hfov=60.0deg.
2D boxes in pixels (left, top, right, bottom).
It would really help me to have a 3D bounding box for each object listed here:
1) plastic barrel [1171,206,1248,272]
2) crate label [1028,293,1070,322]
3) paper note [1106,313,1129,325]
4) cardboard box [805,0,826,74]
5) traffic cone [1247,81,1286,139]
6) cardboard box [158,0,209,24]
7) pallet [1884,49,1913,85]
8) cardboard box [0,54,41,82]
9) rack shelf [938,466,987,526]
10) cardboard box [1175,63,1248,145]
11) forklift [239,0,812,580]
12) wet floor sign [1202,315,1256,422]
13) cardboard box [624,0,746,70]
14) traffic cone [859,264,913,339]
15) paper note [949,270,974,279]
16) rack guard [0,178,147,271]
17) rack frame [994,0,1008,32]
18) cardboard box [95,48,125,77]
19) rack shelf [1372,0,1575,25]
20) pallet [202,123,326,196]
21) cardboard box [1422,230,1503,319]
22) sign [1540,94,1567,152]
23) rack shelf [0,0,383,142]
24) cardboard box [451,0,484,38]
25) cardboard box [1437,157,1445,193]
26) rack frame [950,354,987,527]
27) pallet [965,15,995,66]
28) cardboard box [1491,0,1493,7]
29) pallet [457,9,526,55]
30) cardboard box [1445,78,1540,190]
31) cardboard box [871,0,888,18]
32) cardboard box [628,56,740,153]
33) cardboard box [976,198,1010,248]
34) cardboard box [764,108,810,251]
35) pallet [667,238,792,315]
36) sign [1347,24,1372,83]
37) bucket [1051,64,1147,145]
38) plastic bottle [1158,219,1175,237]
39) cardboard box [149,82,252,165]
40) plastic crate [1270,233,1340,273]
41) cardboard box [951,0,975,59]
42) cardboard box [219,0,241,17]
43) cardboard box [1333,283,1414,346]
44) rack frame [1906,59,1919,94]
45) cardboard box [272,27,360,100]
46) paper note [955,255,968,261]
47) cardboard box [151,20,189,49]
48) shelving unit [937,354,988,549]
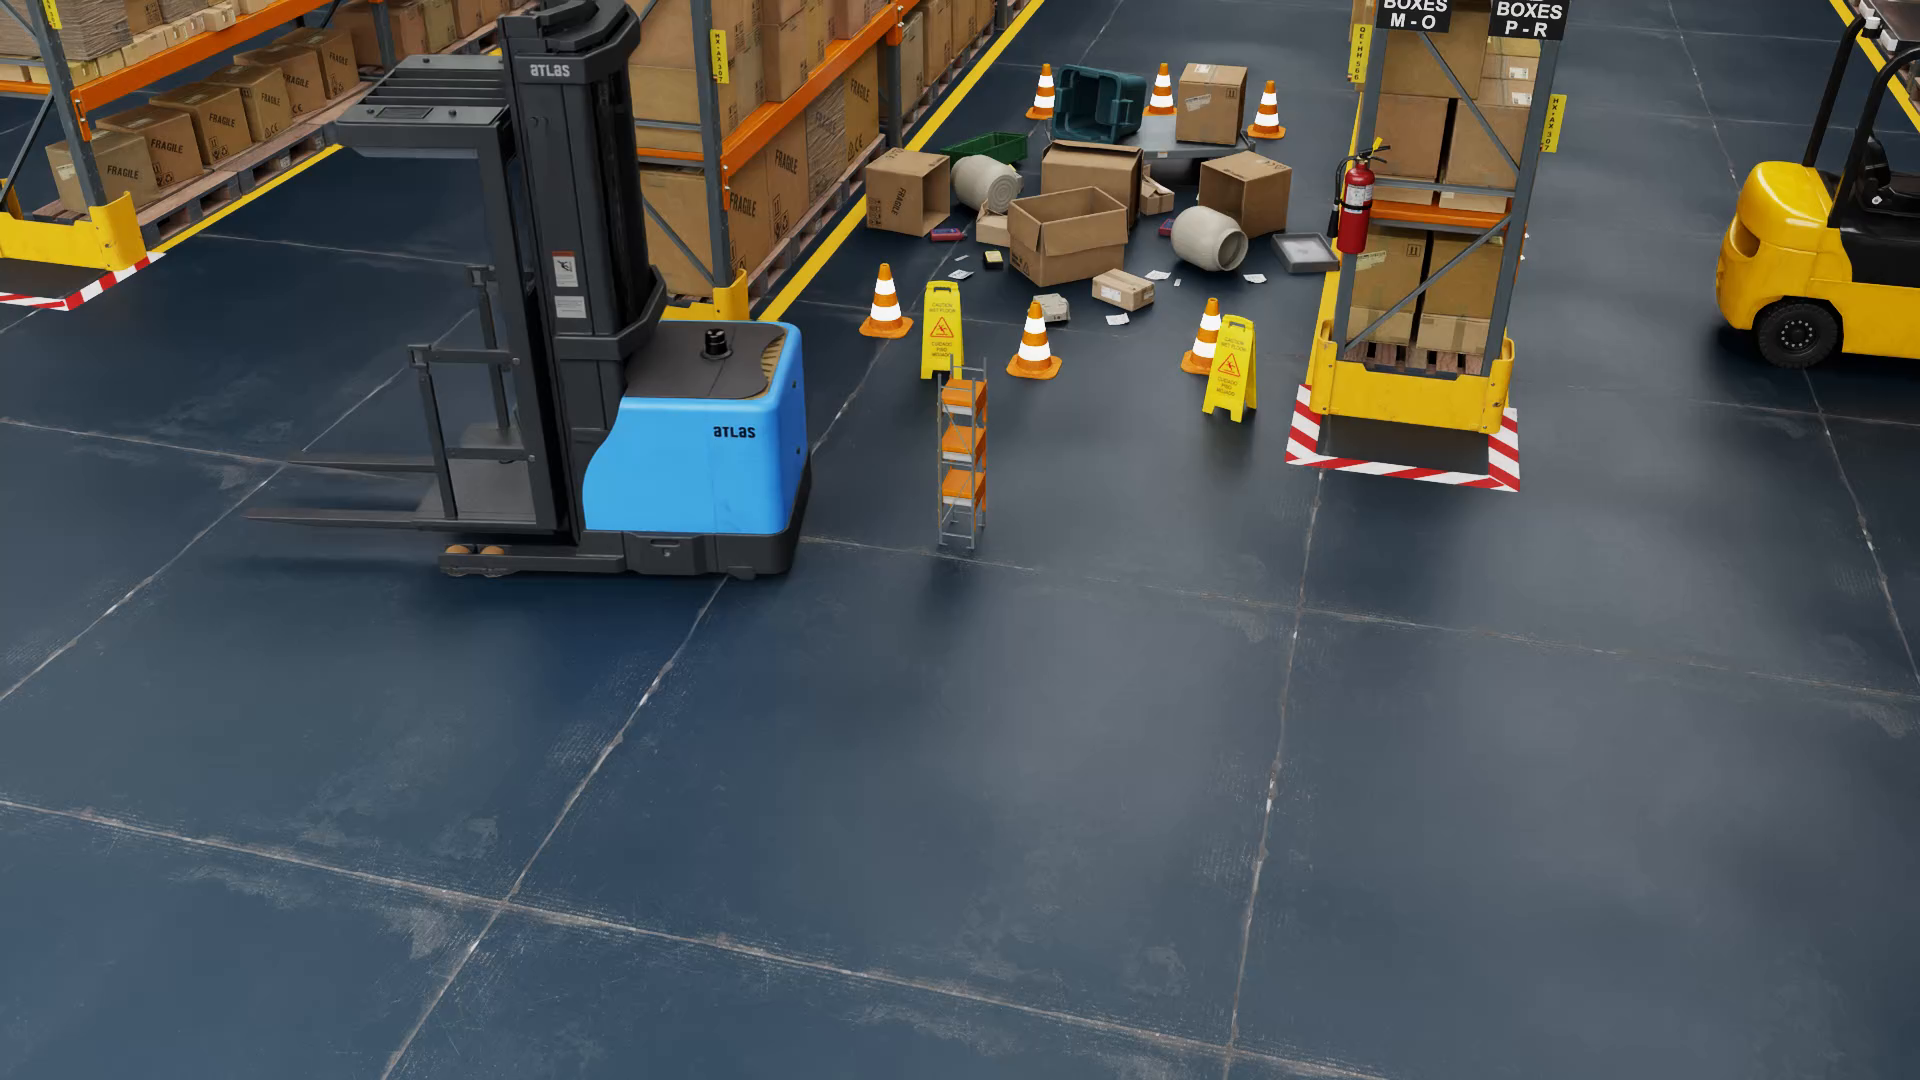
[{"bbox_3d":[1.853,-2.234,12.370,0.421,0.421,0.512,-21,38,-29],"label":"plastic barrel"},{"bbox_3d":[0.634,-1.625,11.679,0.250,0.136,0.298,-8,33,-13],"label":"crate label"},{"bbox_3d":[1.108,-1.552,11.663,0.148,0.019,0.142,-3,33,-4],"label":"paper note"},{"bbox_3d":[-1.494,-3.769,12.244,0.875,0.550,0.500,8,33,12],"label":"cardboard box"},{"bbox_3d":[2.769,-3.883,14.926,0.336,0.463,0.334,8,33,12],"label":"traffic cone"},{"bbox_3d":[-6.447,-4.371,12.960,0.875,0.500,0.500,8,33,12],"label":"cardboard box"},{"bbox_3d":[9.851,-4.726,16.488,1.003,0.211,1.213,8,33,12],"label":"pallet"},{"bbox_3d":[-6.920,-3.463,12.135,0.380,0.149,0.250,8,33,12],"label":"cardboard box"},{"bbox_3d":[0.014,-0.227,9.167,0.215,0.259,0.240,8,33,12],"label":"rack shelf"},{"bbox_3d":[2.079,-3.611,13.758,0.500,0.500,0.500,8,33,12],"label":"cardboard box"},{"bbox_3d":[-2.393,-1.316,8.588,3.031,2.935,1.130,2,32,3],"label":"forklift"},{"bbox_3d":[1.710,-1.097,10.374,0.267,0.644,0.232,20,38,29],"label":"wet floor sign"},{"bbox_3d":[-1.889,-3.371,10.611,0.875,0.550,0.550,8,33,12],"label":"cardboard box"},{"bbox_3d":[-0.512,-1.677,11.456,0.336,0.463,0.334,8,33,12],"label":"traffic cone"},{"bbox_3d":[0.009,-1.972,12.325,0.144,0.017,0.142,20,38,29],"label":"paper note"},{"bbox_3d":[-6.773,-2.377,12.523,1.175,0.500,0.348,8,33,12],"label":"rack guard"},{"bbox_3d":[0.010,-6.816,17.176,1.000,3.000,0.127,8,33,12],"label":"rack frame"},{"bbox_3d":[-6.408,-3.529,12.240,0.380,0.149,0.250,8,33,12],"label":"cardboard box"},{"bbox_3d":[3.301,-4.044,10.689,1.077,0.370,4.000,8,33,12],"label":"rack shelf"},{"bbox_3d":[-6.221,-3.303,14.249,1.003,0.211,1.213,8,33,12],"label":"pallet"},{"bbox_3d":[3.271,-1.770,10.711,0.500,0.500,0.500,7,33,11],"label":"cardboard box"},{"bbox_3d":[3.318,-2.335,9.320,0.100,0.325,0.005,8,33,12],"label":"sign"},{"bbox_3d":[-6.285,-4.127,13.616,1.077,0.370,4.000,8,33,12],"label":"rack shelf"},{"bbox_3d":[-5.320,-5.450,16.947,0.700,0.500,0.500,5,33,8],"label":"cardboard box"},{"bbox_3d":[3.130,-2.219,10.178,0.380,0.149,0.250,9,33,13],"label":"cardboard box"},{"bbox_3d":[0.045,-0.534,9.112,0.200,1.050,0.008,8,33,12],"label":"rack frame"},{"bbox_3d":[-0.263,-5.241,17.297,1.003,0.211,1.213,8,33,12],"label":"pallet"},{"bbox_3d":[3.685,-3.485,11.565,0.500,0.500,0.500,9,34,14],"label":"cardboard box"},{"bbox_3d":[-5.274,-5.331,17.439,1.003,0.211,1.213,8,33,12],"label":"pallet"},{"bbox_3d":[3.182,-2.419,9.889,0.500,0.500,0.500,8,33,12],"label":"cardboard box"},{"bbox_3d":[-1.088,-4.611,13.567,0.875,0.550,0.550,8,33,12],"label":"cardboard box"},{"bbox_3d":[-1.970,-2.927,10.918,0.875,0.550,0.550,8,33,12],"label":"cardboard box"},{"bbox_3d":[0.340,-2.444,12.847,0.396,0.266,0.258,14,35,21],"label":"cardboard box"},{"bbox_3d":[-1.691,-2.763,12.390,0.875,0.875,0.875,8,33,12],"label":"cardboard box"},{"bbox_3d":[-1.893,-1.914,12.064,1.003,0.211,1.213,8,33,12],"label":"pallet"},{"bbox_3d":[2.261,-2.751,9.408,0.100,0.325,0.005,8,33,12],"label":"sign"},{"bbox_3d":[1.190,-3.616,13.777,0.726,0.611,0.620,20,28,29],"label":"bucket"},{"bbox_3d":[1.667,-2.465,13.070,0.133,0.061,0.283,14,35,21],"label":"plastic bottle"},{"bbox_3d":[-6.322,-3.474,13.857,0.500,0.500,0.500,11,34,17],"label":"cardboard box"},{"bbox_3d":[2.617,-2.184,12.611,0.402,0.080,0.583,-3,33,-4],"label":"plastic crate"},{"bbox_3d":[-0.451,-5.286,16.475,1.050,0.750,0.750,9,33,13],"label":"cardboard box"},{"bbox_3d":[-6.080,-4.315,13.476,0.380,0.149,0.250,8,33,12],"label":"cardboard box"},{"bbox_3d":[2.744,-1.529,11.030,0.500,0.250,0.500,8,33,12],"label":"cardboard box"},{"bbox_3d":[9.625,-5.521,15.139,1.000,3.000,0.127,8,33,12],"label":"rack frame"},{"bbox_3d":[-5.918,-4.389,15.296,0.500,0.500,0.500,7,33,11],"label":"cardboard box"},{"bbox_3d":[0.014,-2.138,12.604,0.032,0.001,0.123,28,42,36],"label":"paper note"},{"bbox_3d":[-6.216,-3.918,12.852,0.380,0.149,0.250,8,33,12],"label":"cardboard box"},{"bbox_3d":[0.014,-0.471,9.012,0.215,1.050,0.252,8,33,12],"label":"shelving unit"}]
